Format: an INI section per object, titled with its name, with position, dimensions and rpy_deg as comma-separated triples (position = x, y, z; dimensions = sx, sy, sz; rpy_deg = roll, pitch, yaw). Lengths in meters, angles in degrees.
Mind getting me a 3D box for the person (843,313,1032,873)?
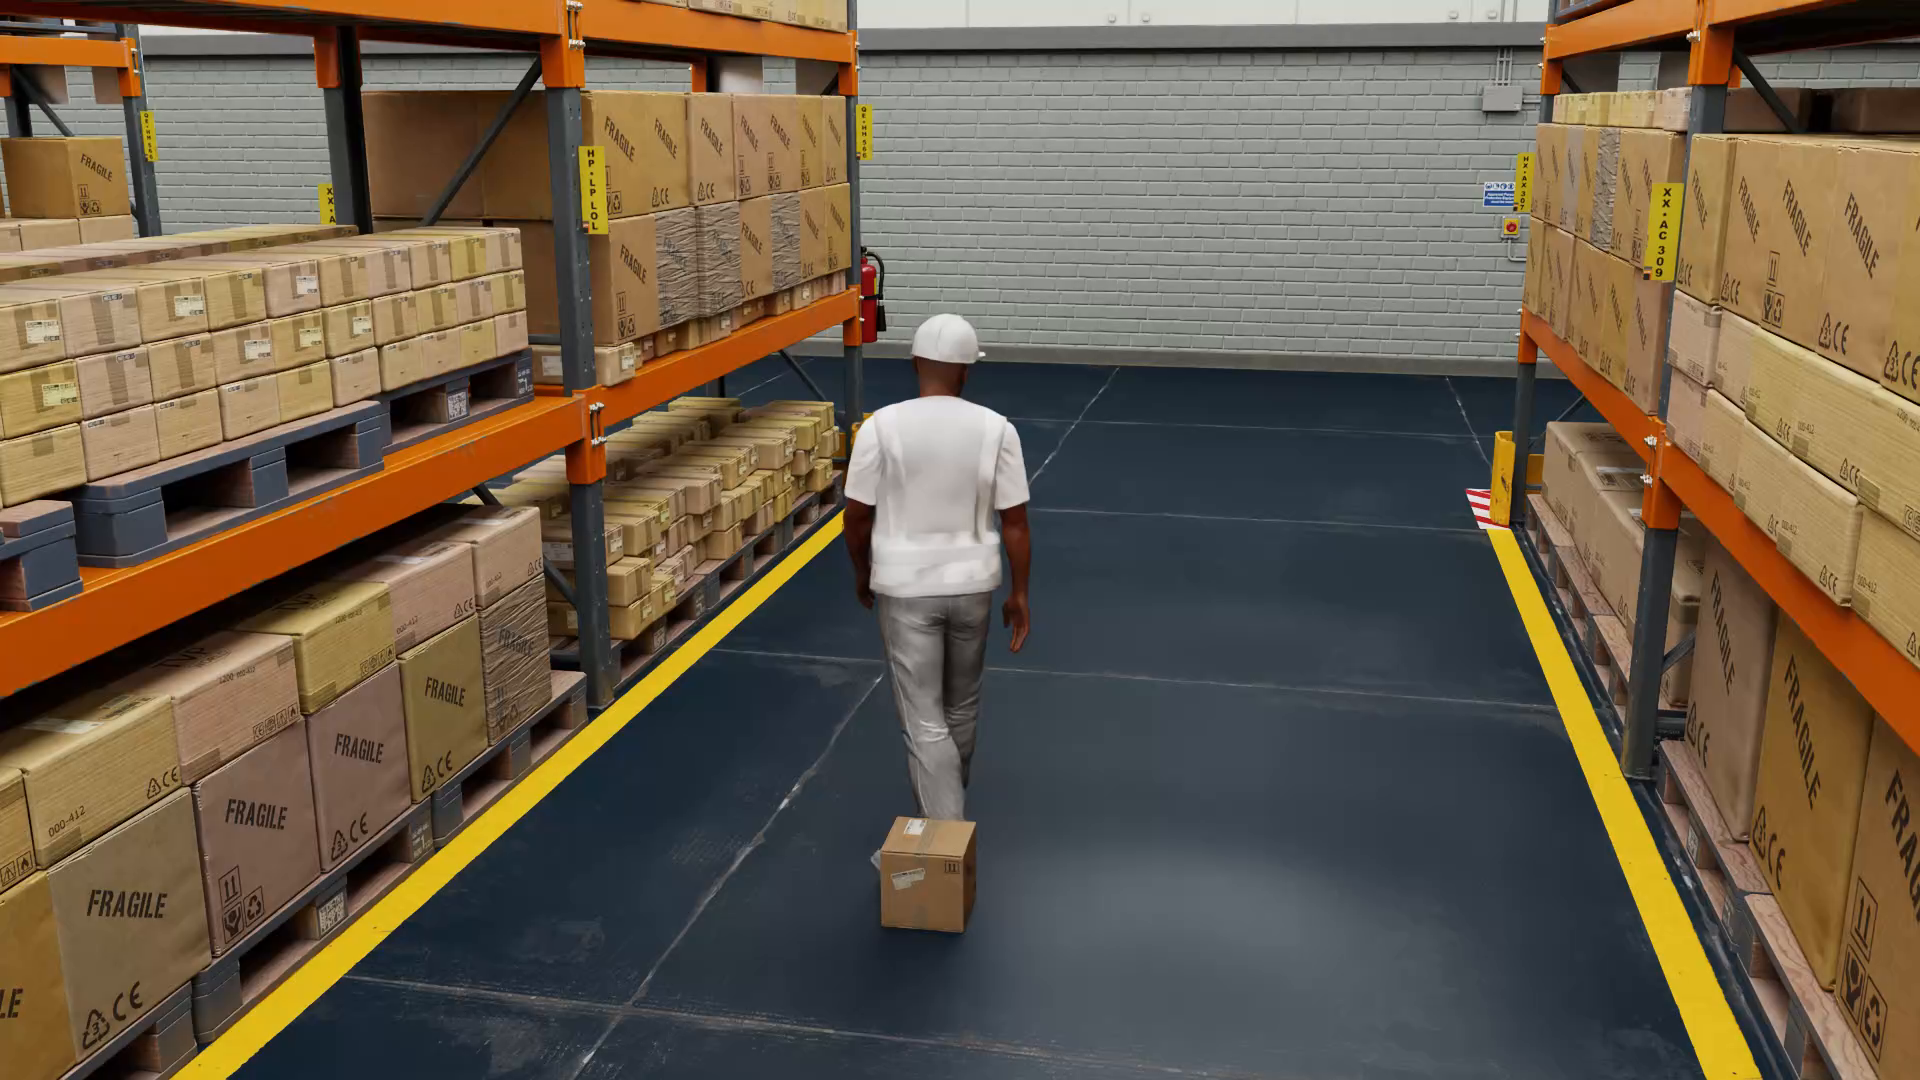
[person]
position = -0.065, 0.172, 5.306
dimensions = 0.582, 1.763, 0.716
rpy_deg = -4, 15, -15
